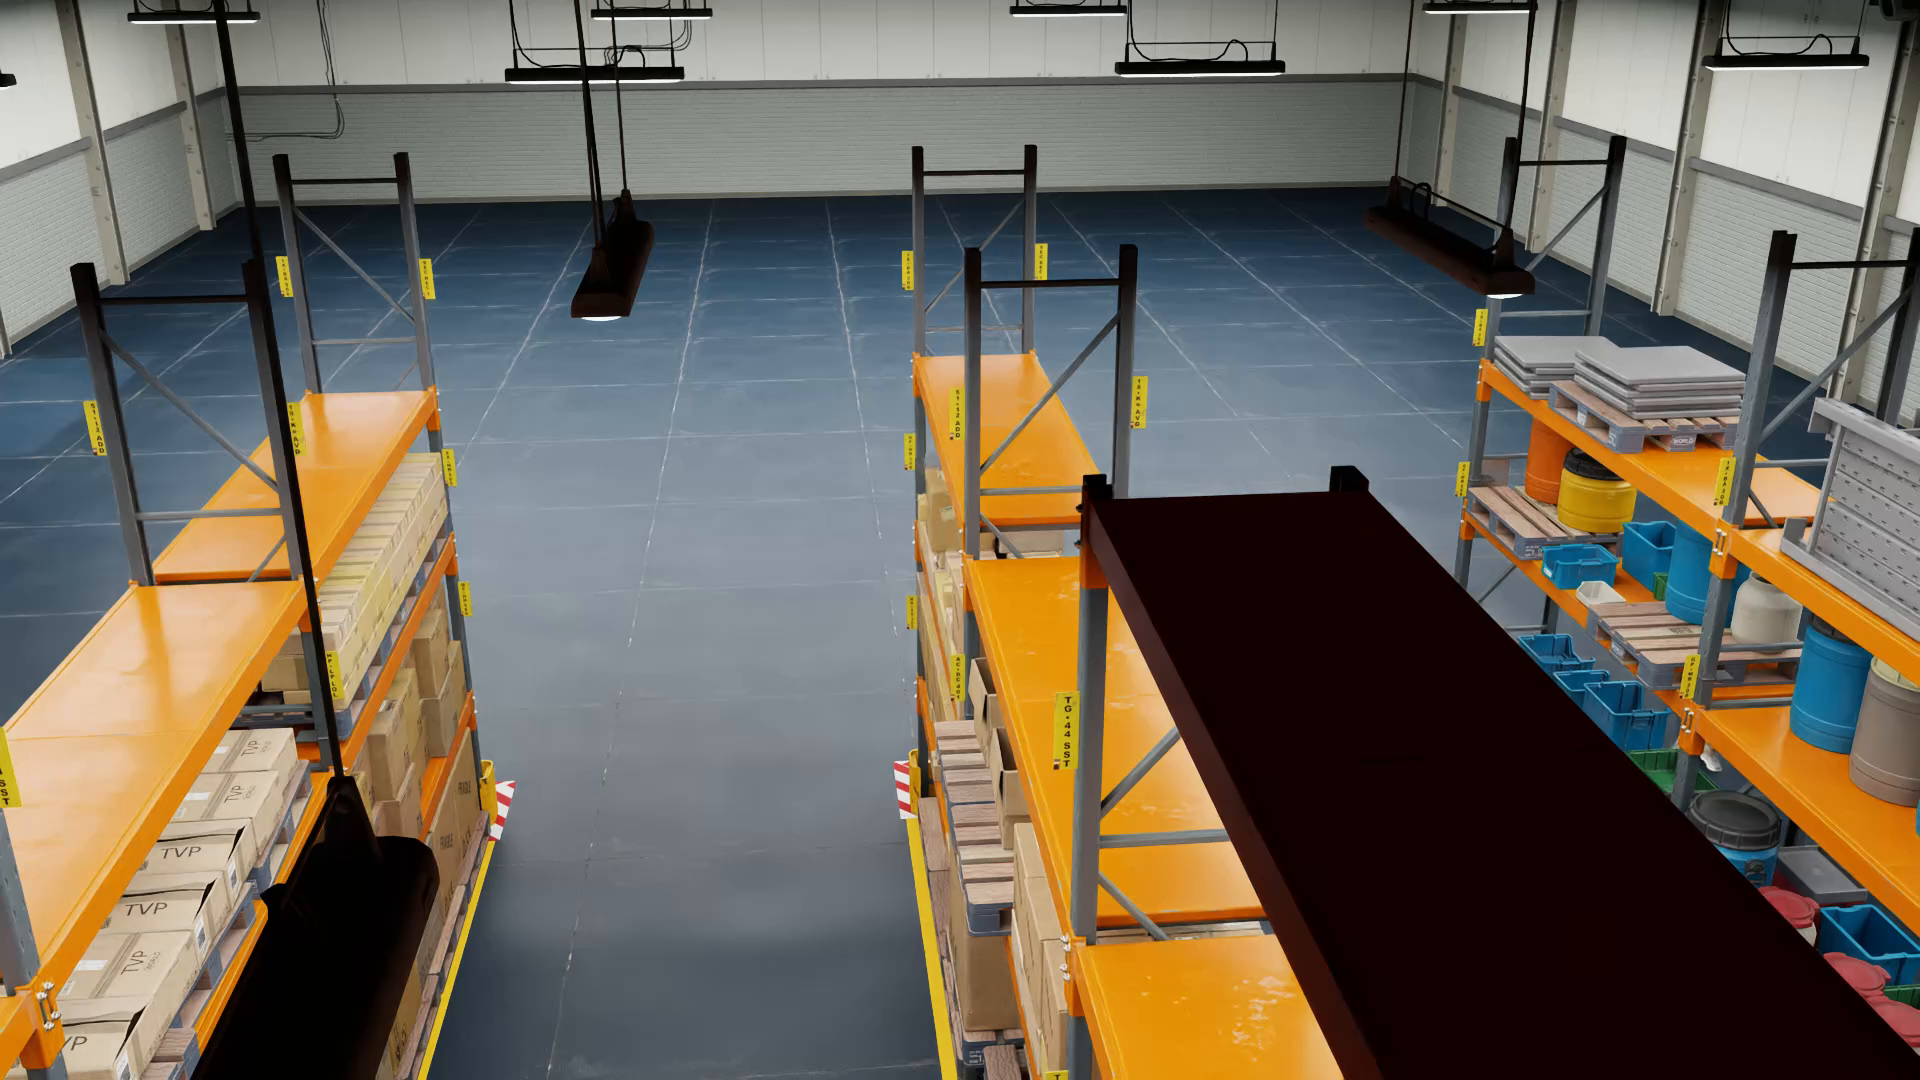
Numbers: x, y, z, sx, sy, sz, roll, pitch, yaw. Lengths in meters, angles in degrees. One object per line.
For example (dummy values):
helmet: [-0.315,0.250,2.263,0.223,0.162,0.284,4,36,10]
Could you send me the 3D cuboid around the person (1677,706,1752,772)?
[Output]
person: [7.248,1.388,15.789,0.598,1.714,0.482,1,22,4]
